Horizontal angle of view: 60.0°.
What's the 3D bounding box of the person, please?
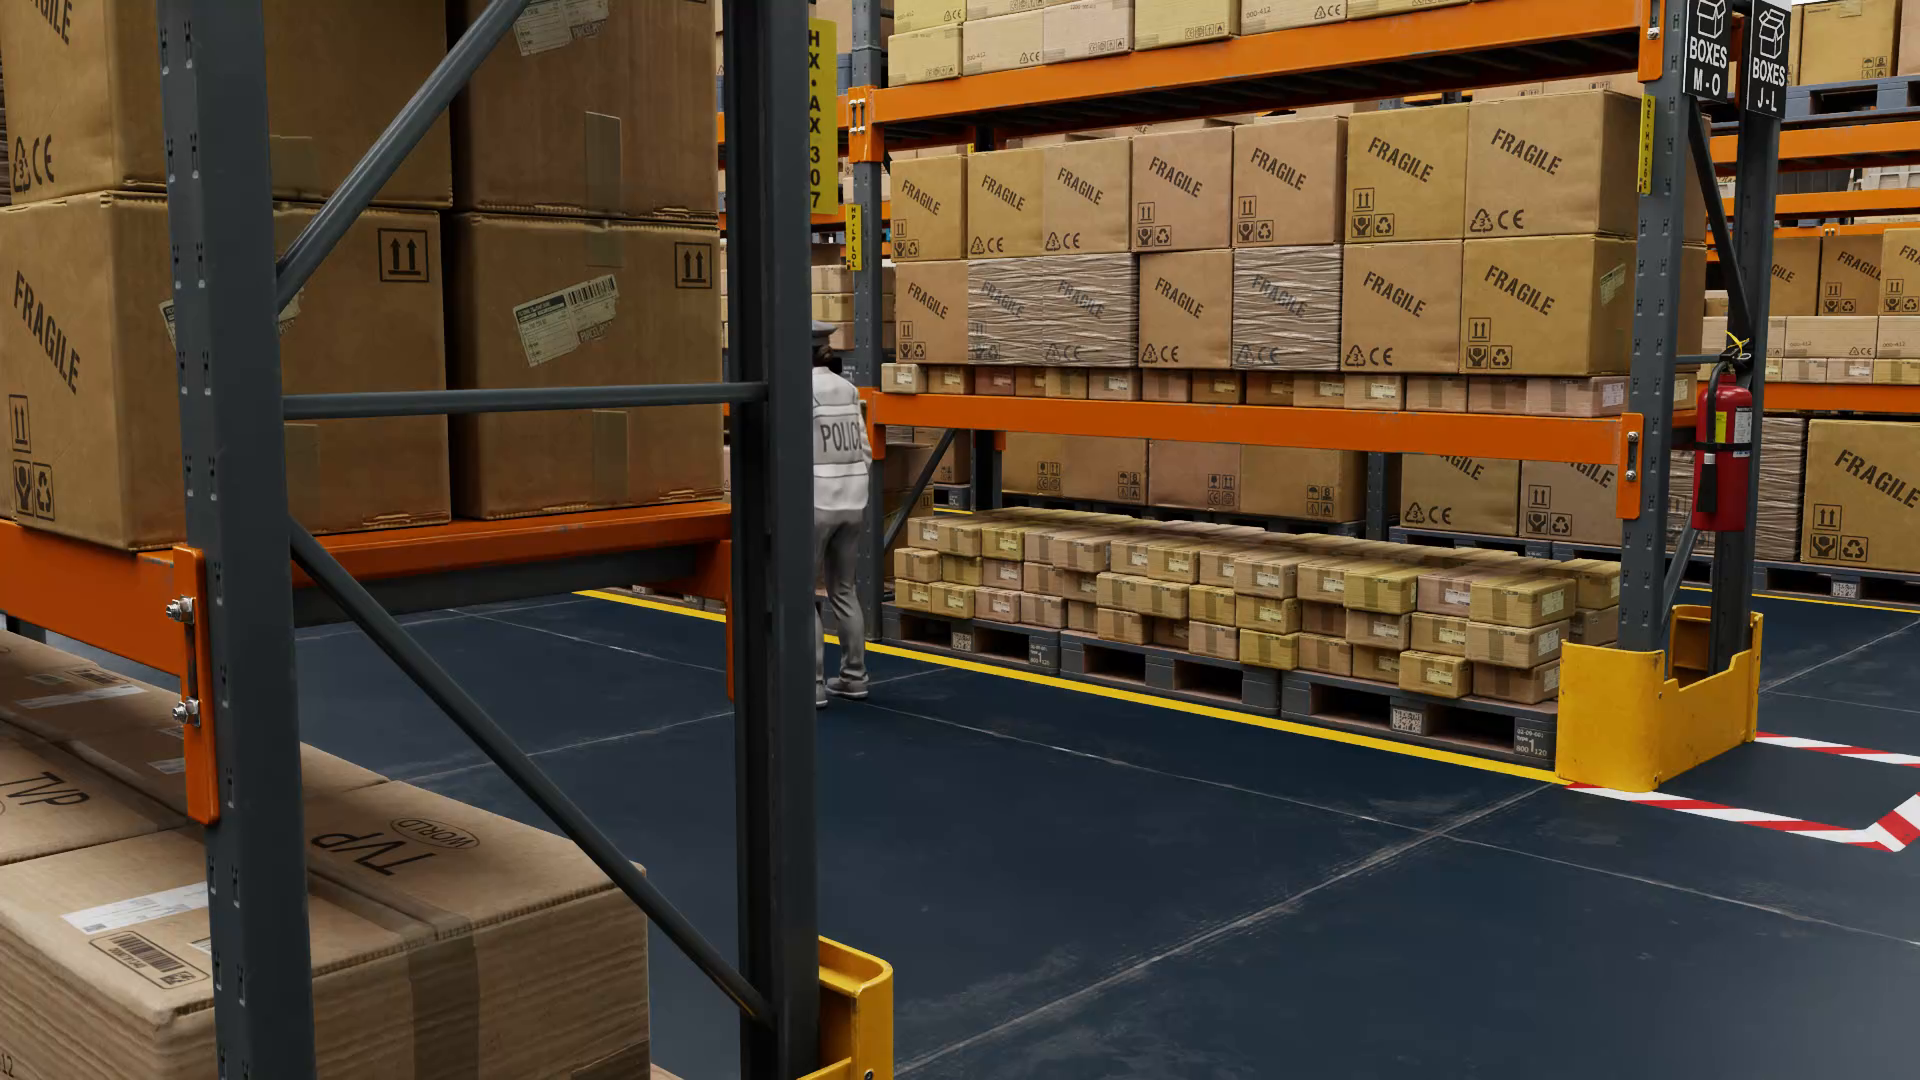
[{"bbox_3d":[-0.604,-0.115,7.168,0.373,1.662,0.524,6,10,41],"label":"person"}]
